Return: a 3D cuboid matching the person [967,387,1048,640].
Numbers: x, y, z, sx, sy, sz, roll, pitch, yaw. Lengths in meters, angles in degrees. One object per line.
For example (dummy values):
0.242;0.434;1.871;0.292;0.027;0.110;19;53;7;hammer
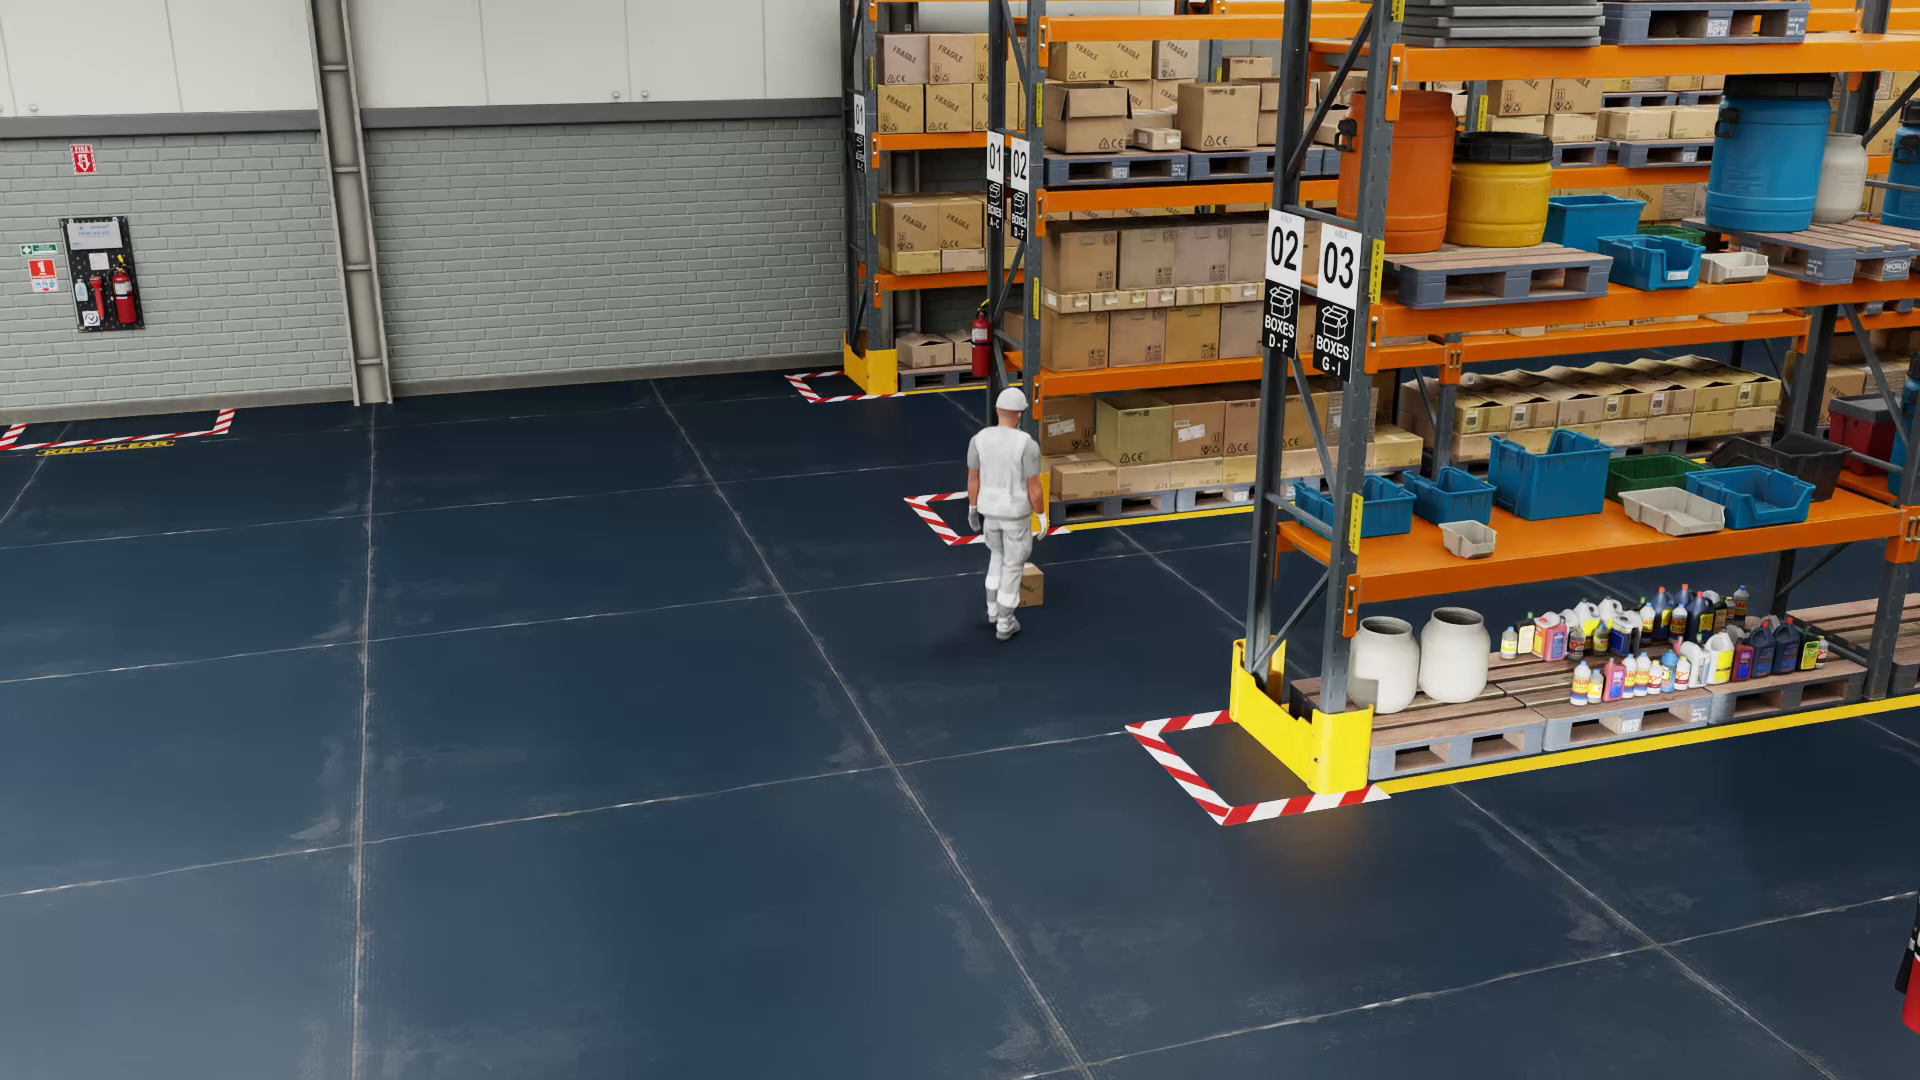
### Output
0.365;-0.175;11.578;0.571;1.831;0.471;10;21;26;person
